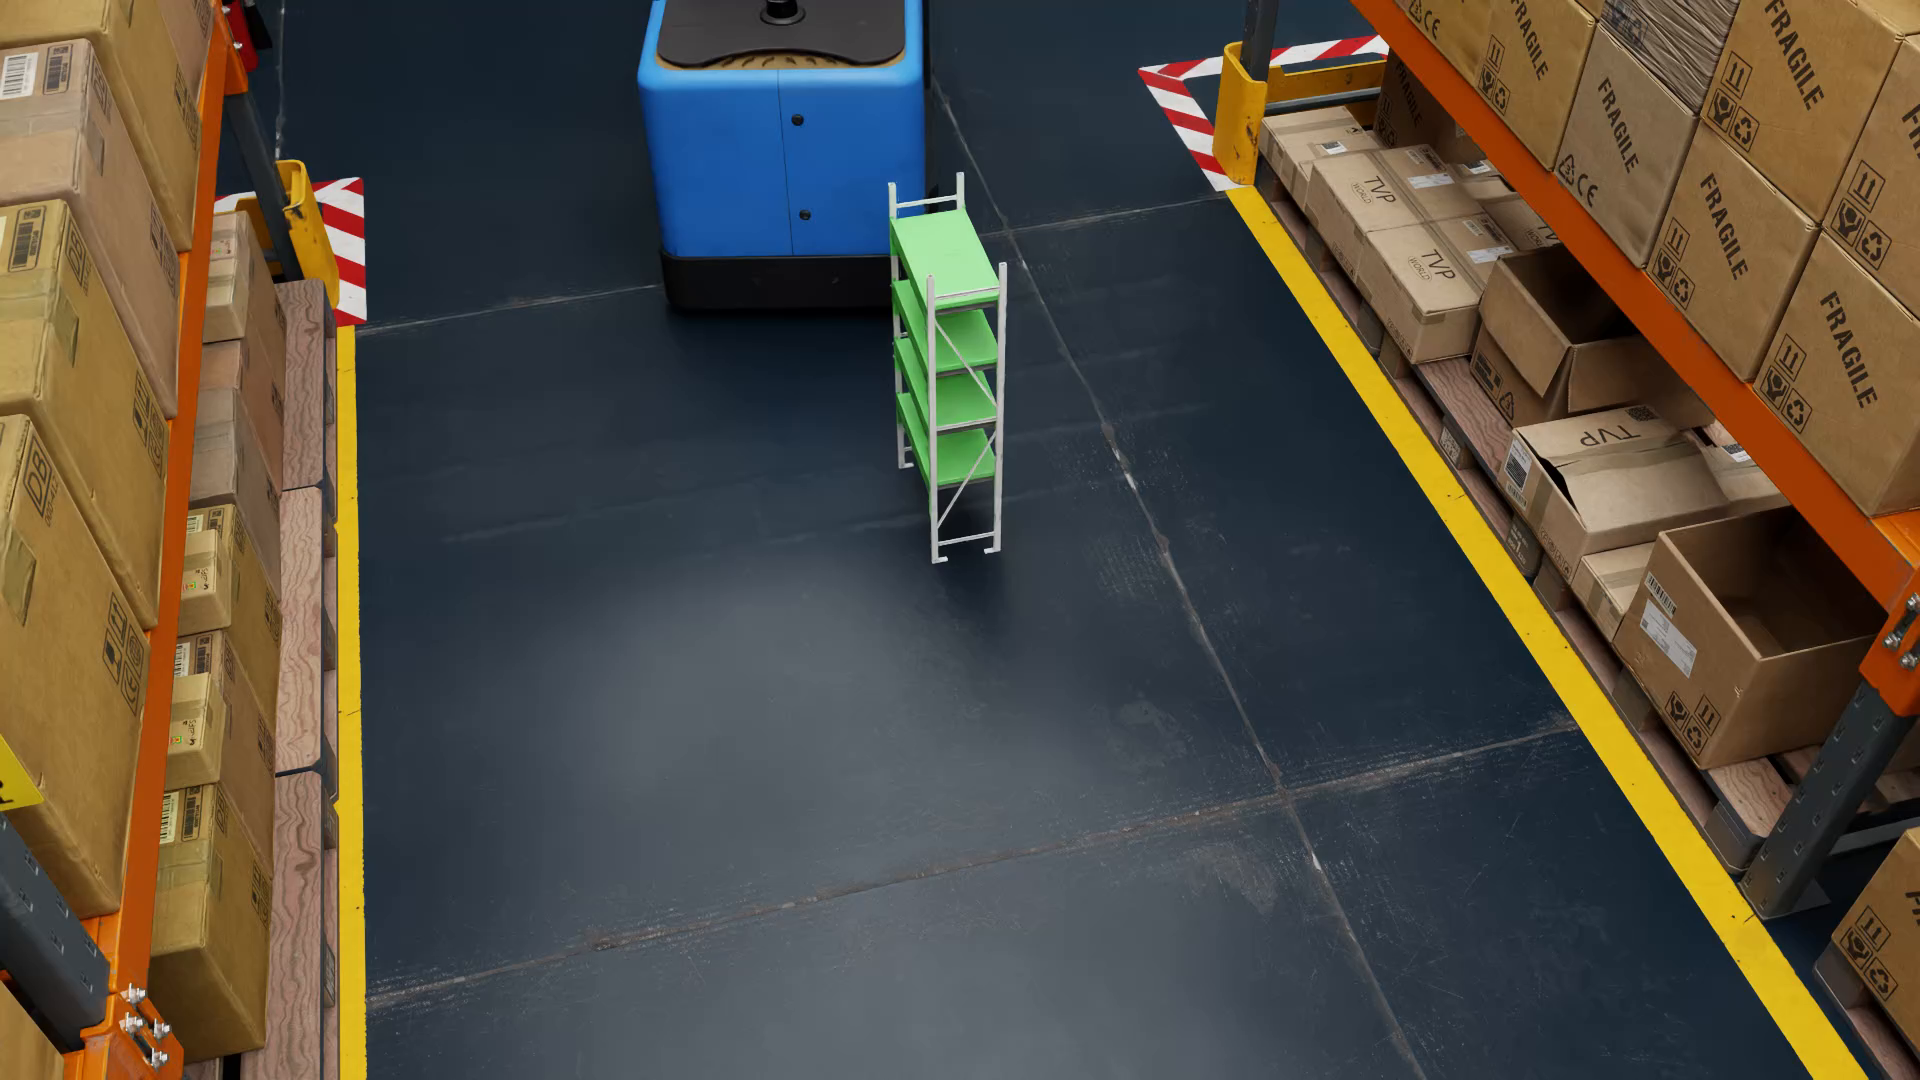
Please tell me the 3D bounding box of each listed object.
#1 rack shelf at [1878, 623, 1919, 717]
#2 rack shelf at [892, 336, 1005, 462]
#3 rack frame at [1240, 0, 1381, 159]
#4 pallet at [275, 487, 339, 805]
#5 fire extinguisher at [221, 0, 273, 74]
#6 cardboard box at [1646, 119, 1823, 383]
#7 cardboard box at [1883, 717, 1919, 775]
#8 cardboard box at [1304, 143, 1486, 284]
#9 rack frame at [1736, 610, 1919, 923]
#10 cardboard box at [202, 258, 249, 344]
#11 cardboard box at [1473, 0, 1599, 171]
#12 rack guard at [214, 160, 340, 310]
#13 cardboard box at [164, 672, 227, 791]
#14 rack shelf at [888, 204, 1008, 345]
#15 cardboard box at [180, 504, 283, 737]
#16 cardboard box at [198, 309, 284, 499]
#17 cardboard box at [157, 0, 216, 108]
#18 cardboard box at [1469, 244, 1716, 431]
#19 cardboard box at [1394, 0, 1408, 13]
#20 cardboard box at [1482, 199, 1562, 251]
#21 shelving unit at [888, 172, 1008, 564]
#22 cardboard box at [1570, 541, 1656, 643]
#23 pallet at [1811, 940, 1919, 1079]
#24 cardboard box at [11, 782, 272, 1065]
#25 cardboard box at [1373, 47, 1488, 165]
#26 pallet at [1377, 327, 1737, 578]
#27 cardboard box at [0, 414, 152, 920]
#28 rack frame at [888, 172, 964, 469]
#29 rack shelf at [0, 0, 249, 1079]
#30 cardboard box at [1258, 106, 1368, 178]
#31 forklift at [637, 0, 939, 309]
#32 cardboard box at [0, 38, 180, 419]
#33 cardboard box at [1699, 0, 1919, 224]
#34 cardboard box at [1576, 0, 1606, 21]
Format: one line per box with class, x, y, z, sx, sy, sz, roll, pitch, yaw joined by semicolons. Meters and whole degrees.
rack shelf;3.240;1.528;2.656;1.077;0.370;4.000;-11;47;-10
rack shelf;-0.042;-0.490;5.479;0.258;0.148;0.480;-11;47;-10
rack frame;1.704;-2.866;6.459;1.000;3.000;0.127;-11;47;-10
pallet;-2.495;0.397;5.213;1.003;0.211;1.213;-11;47;-10
fire extinguisher;-2.676;-1.989;5.914;0.296;0.674;0.183;-11;47;-10
cardboard box;2.218;-0.793;4.357;0.500;0.500;0.500;-10;46;-9
cardboard box;2.829;0.353;4.878;0.500;0.311;0.500;-11;47;-10
cardboard box;1.697;-1.285;6.526;0.500;0.250;0.500;-11;47;-10
rack frame;2.728;-0.104;3.752;1.000;3.000;0.127;-11;47;-10
cardboard box;-2.533;-0.760;5.397;0.380;0.149;0.250;-10;46;-9
cardboard box;1.952;-1.499;5.049;0.500;0.500;0.500;-10;46;-10
rack guard;-3.090;-1.099;6.477;1.175;0.500;0.348;-11;47;-10
cardboard box;-2.064;0.500;4.162;0.380;0.149;0.250;-9;46;-9
rack shelf;-0.042;-0.825;5.136;0.258;0.148;0.480;-11;47;-10
cardboard box;-2.407;0.295;4.817;0.700;0.500;0.500;-10;46;-9
cardboard box;-2.680;-0.419;5.517;0.700;0.500;0.500;-11;47;-10
cardboard box;-2.944;-1.712;5.118;0.980;0.700;0.700;-9;46;-9
cardboard box;2.242;-0.681;5.757;0.797;0.503;0.637;-11;47;-10
cardboard box;1.700;-2.191;5.727;0.500;0.500;0.500;-11;47;-11
cardboard box;2.295;-1.066;6.312;0.500;0.250;0.500;-11;47;-10
shelving unit;-0.042;-0.534;5.433;0.258;1.200;0.503;-11;47;-10
cardboard box;2.154;0.150;5.191;0.380;0.149;0.250;-11;47;-10
pallet;2.972;1.426;4.205;1.003;0.211;1.213;-11;47;-10
cardboard box;-2.152;0.997;4.129;0.700;0.500;0.500;-10;46;-10
cardboard box;2.081;-1.815;6.870;0.500;0.500;0.500;-11;47;-10
pallet;2.237;-0.447;6.040;1.003;0.211;1.213;-11;47;-10
cardboard box;-2.183;0.321;3.125;0.980;0.700;0.700;-10;46;-10
rack frame;-0.105;-0.703;5.599;0.240;1.200;0.015;-11;47;-10
rack shelf;-2.572;-0.325;4.472;1.077;0.370;4.000;-11;47;-10
cardboard box;1.479;-1.670;6.975;0.380;0.149;0.250;-11;47;-10
forklift;-0.678;-2.971;6.610;1.130;2.935;3.031;-1;46;-1
cardboard box;-2.560;-0.684;4.110;0.980;0.700;0.700;-13;47;-12
cardboard box;2.214;-1.144;4.001;0.500;0.500;0.500;-12;47;-11
cardboard box;1.958;-1.840;4.683;0.500;0.500;0.500;-11;47;-11
